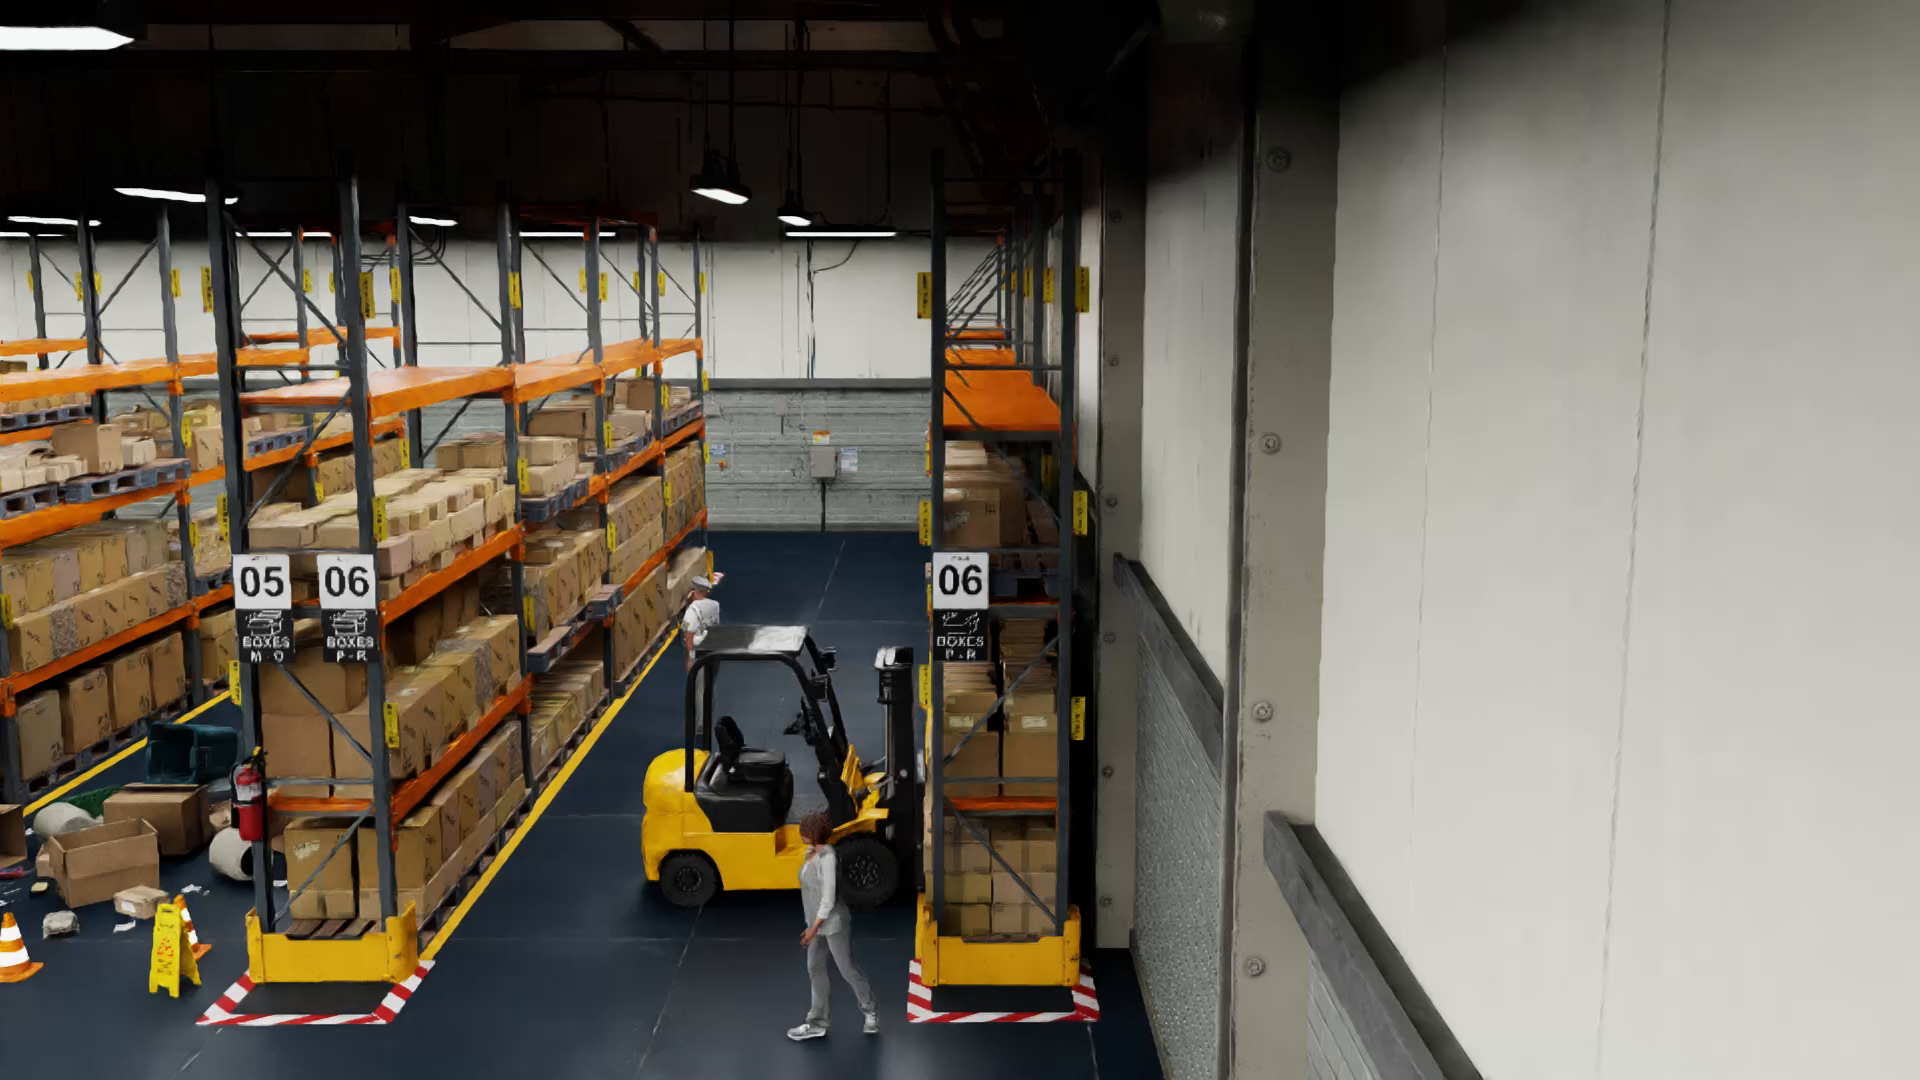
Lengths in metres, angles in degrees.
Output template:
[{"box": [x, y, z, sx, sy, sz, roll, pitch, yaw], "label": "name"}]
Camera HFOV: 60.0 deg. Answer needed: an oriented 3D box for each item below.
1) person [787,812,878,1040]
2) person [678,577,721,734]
[{"box": [-0.862, 2.605, 11.277, 0.638, 1.586, 0.444, -5, 10, -28], "label": "person"}, {"box": [-2.958, 1.296, 18.811, 0.504, 1.757, 0.588, 5, 10, 29], "label": "person"}]
